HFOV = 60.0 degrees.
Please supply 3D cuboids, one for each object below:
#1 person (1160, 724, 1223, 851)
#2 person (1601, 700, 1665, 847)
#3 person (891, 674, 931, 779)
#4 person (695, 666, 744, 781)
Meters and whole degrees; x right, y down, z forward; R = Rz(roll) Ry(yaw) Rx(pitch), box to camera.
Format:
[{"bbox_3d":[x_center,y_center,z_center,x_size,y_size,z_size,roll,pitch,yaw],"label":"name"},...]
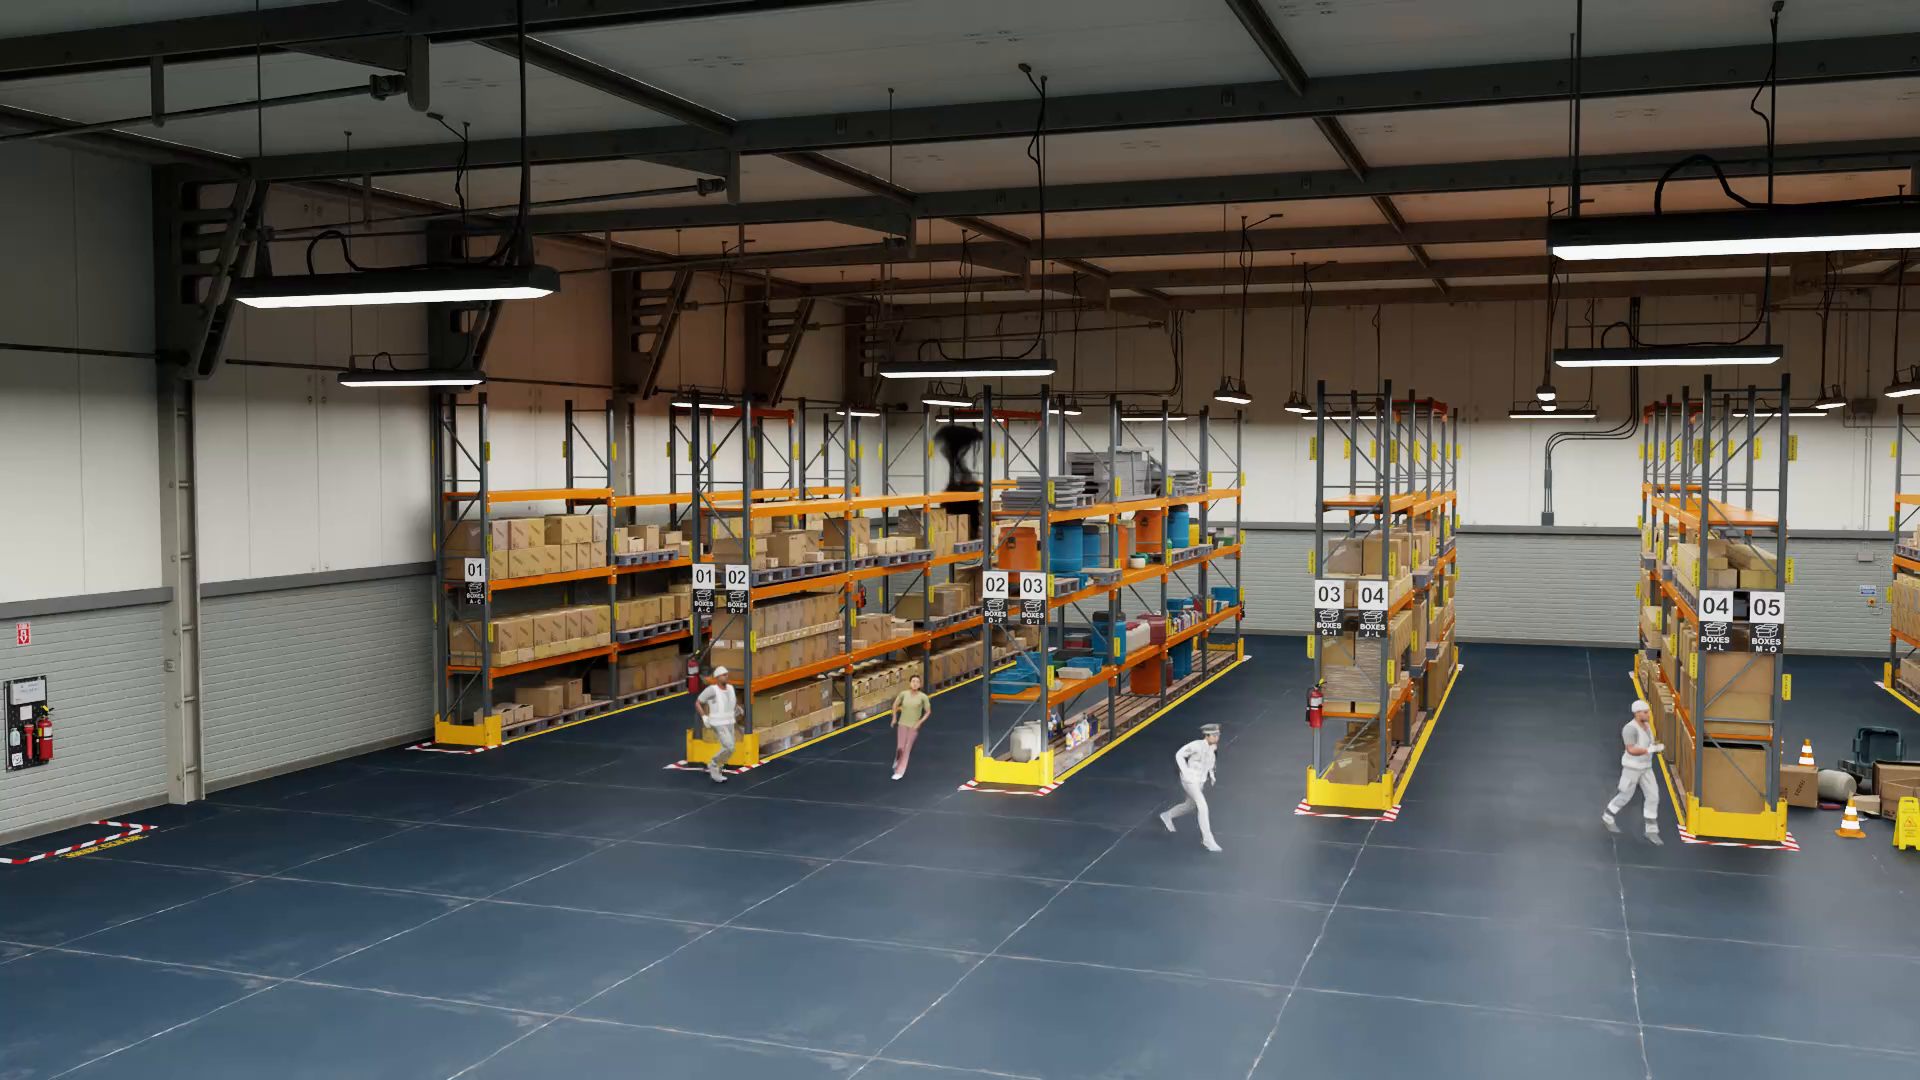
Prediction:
[{"bbox_3d":[2.908,3.101,21.130,0.646,1.626,0.966,-3,4,-39],"label":"person"},{"bbox_3d":[8.681,2.965,21.366,0.654,1.845,0.868,-2,4,-33],"label":"person"},{"bbox_3d":[-0.755,2.851,25.334,0.613,1.594,0.517,0,3,5],"label":"person"},{"bbox_3d":[-3.546,2.778,25.042,0.636,1.739,0.670,2,4,33],"label":"person"}]
